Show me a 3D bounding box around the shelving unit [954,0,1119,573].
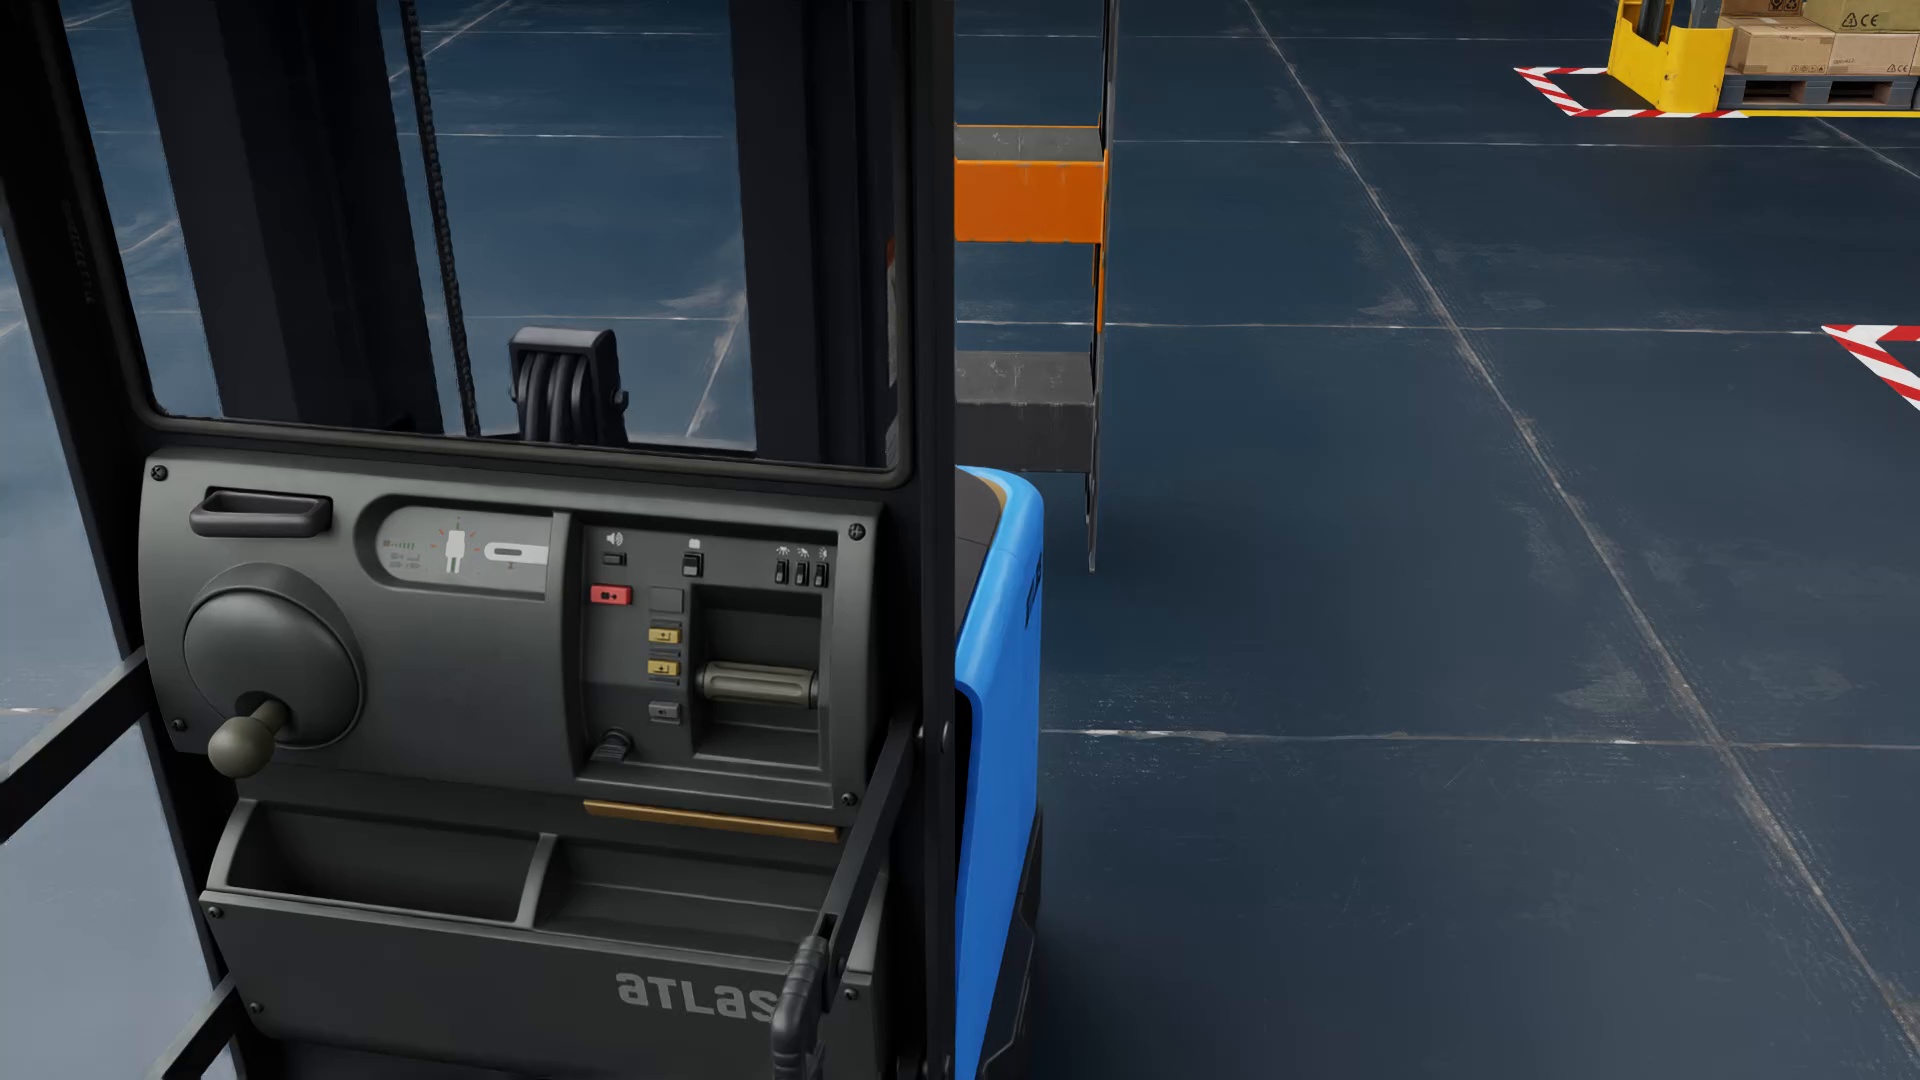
[{"bbox_3d":[0.165,-0.925,4.753,0.503,2.100,0.431,1,28,2],"label":"shelving unit"}]

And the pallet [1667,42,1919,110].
[{"bbox_3d":[5.286,-2.987,10.660,1.213,0.211,1.003,1,28,2],"label":"pallet"}]

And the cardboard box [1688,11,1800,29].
[{"bbox_3d":[5.067,-3.312,10.783,0.500,0.250,0.500,1,28,2],"label":"cardboard box"}]

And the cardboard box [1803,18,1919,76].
[{"bbox_3d":[5.548,-3.063,10.313,0.500,0.250,0.500,1,28,2],"label":"cardboard box"}]

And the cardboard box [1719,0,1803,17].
[{"bbox_3d":[5.067,-3.645,10.609,0.500,0.500,0.500,1,28,2],"label":"cardboard box"}]

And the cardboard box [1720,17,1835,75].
[{"bbox_3d":[5.048,-3.070,10.326,0.500,0.250,0.500,1,28,2],"label":"cardboard box"}]

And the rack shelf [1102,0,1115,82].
[{"bbox_3d":[0.165,-1.531,4.432,0.480,0.518,0.431,1,28,2],"label":"rack shelf"}]

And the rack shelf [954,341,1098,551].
[{"bbox_3d":[0.165,-0.294,5.087,0.480,0.518,0.431,1,28,2],"label":"rack shelf"}]

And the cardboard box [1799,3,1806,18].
[{"bbox_3d":[5.567,-3.310,10.778,0.500,0.250,0.500,1,28,2],"label":"cardboard box"}]

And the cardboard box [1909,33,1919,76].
[{"bbox_3d":[6.048,-3.055,10.297,0.500,0.250,0.500,1,28,2],"label":"cardboard box"}]

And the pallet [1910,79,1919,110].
[{"bbox_3d":[6.502,-2.966,10.619,1.213,0.211,1.003,1,28,2],"label":"pallet"}]

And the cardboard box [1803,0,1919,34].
[{"bbox_3d":[5.548,-3.394,10.136,0.500,0.500,0.500,1,28,2],"label":"cardboard box"}]

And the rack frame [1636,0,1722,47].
[{"bbox_3d":[4.520,-4.212,9.993,0.127,3.000,1.000,1,28,2],"label":"rack frame"}]

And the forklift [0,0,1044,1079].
[{"bbox_3d":[-0.592,0.157,1.825,1.130,2.935,3.031,5,28,9],"label":"forklift"}]

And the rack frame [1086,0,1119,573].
[{"bbox_3d":[0.409,-0.921,4.745,0.015,2.100,0.400,1,28,2],"label":"rack frame"}]

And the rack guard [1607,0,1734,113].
[{"bbox_3d":[4.496,-3.108,10.579,0.348,0.500,1.175,1,28,2],"label":"rack guard"}]

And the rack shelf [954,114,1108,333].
[{"bbox_3d":[0.165,-0.913,4.759,0.480,0.518,0.431,1,28,2],"label":"rack shelf"}]
